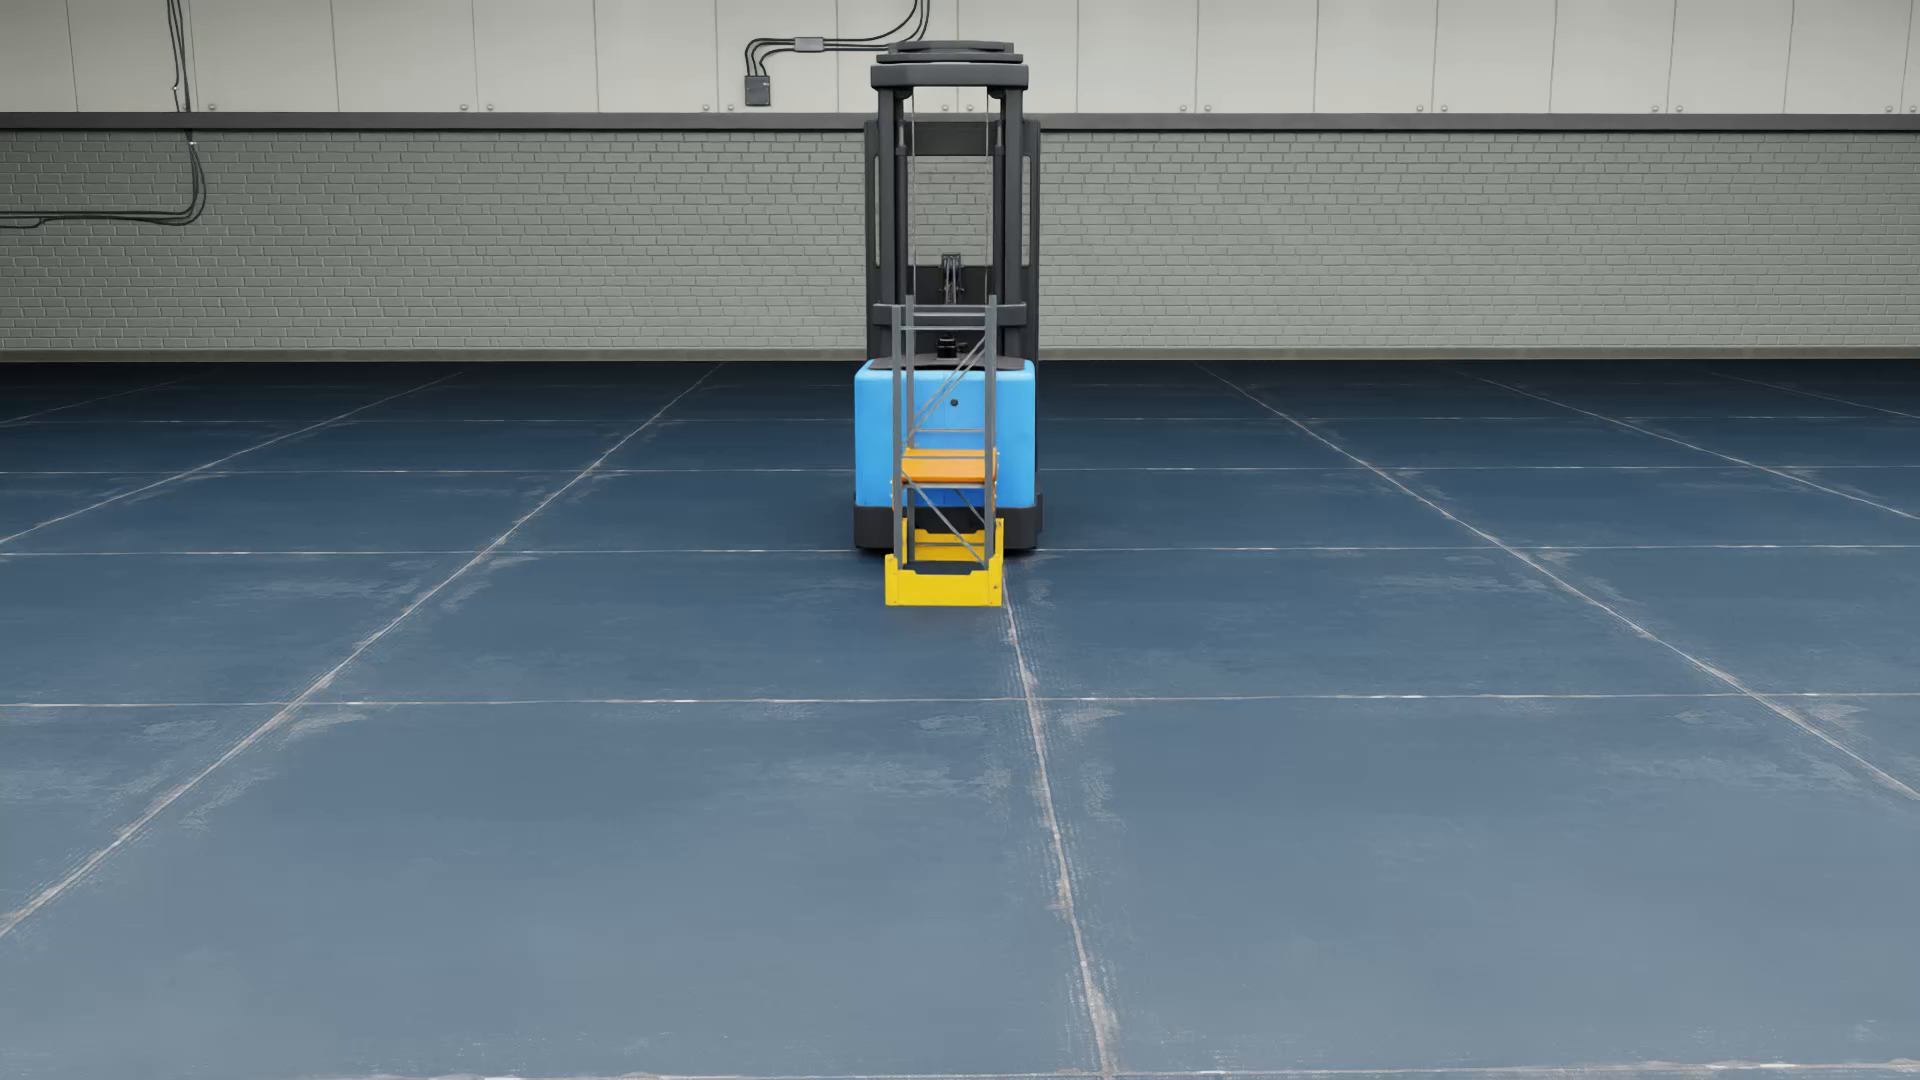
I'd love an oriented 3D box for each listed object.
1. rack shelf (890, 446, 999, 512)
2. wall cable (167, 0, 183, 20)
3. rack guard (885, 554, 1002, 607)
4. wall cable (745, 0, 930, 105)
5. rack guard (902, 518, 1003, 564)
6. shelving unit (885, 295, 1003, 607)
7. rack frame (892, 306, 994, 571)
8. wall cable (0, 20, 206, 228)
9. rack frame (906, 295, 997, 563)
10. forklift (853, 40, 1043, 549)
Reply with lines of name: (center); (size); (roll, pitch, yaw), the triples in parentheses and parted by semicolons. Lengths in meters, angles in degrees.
rack shelf: (-0.067, -0.332, 8.830); (0.538, 0.185, 1.000); (0, 11, 2)
wall cable: (-8.314, -7.646, 20.224); (3.097, 2.526, 0.112); (0, 11, -1)
rack guard: (-0.084, 0.205, 8.421); (0.587, 0.250, 0.087); (0, 11, 2)
wall cable: (-1.527, -8.384, 20.201); (2.305, 6.003, 0.169); (0, 11, -1)
rack guard: (-0.050, 0.007, 9.397); (0.587, 0.250, 0.087); (0, 11, 2)
shelving unit: (-0.067, -0.507, 8.785); (0.587, 1.500, 1.083); (0, 11, 2)
rack frame: (-0.084, -0.408, 8.296); (0.500, 1.500, 0.032); (0, 11, 2)
wall cable: (-11.018, -5.160, 20.671); (3.097, 2.526, 0.112); (0, 11, -1)
rack frame: (-0.049, -0.610, 9.292); (0.500, 1.500, 0.032); (0, 11, 2)
forklift: (-0.037, -1.618, 10.664); (1.130, 2.935, 3.031); (0, 11, 2)
